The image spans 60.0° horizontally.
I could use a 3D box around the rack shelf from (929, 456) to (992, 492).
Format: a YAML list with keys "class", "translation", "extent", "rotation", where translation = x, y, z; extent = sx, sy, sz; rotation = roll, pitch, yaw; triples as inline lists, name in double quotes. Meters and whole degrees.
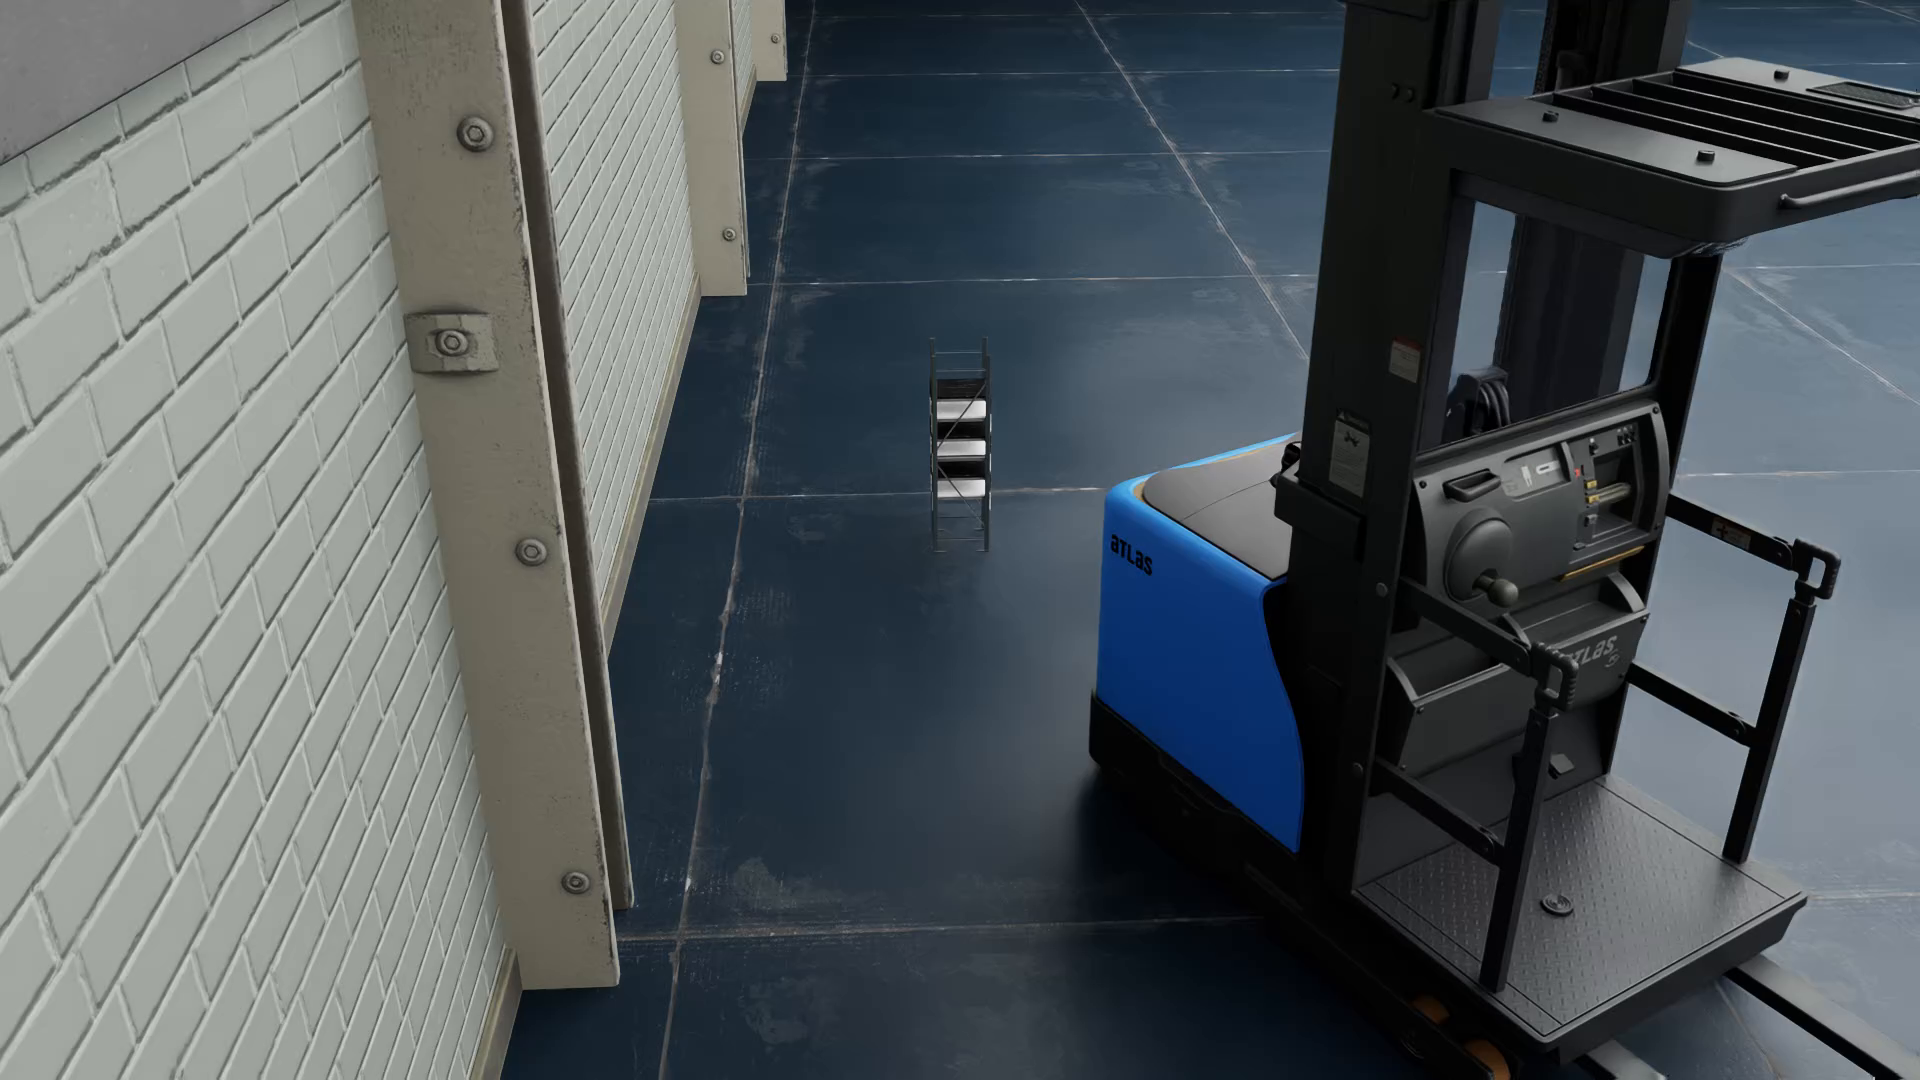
- class: "rack shelf"
  translation: [0.000, -0.286, 7.092]
  extent: [0.258, 0.077, 0.200]
  rotation: [-1, 28, -3]

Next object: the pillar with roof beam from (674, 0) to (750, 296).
- class: "pillar with roof beam"
  translation: [2.836, -5.669, 8.388]
  extent: [9.100, 9.000, 0.400]
  rotation: [-1, 28, -3]

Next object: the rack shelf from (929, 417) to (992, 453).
- class: "rack shelf"
  translation: [0.000, -0.445, 7.009]
  extent: [0.258, 0.077, 0.200]
  rotation: [-1, 28, -3]

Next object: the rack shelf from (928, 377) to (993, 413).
- class: "rack shelf"
  translation: [0.000, -0.605, 6.925]
  extent: [0.258, 0.077, 0.200]
  rotation: [-1, 28, -3]

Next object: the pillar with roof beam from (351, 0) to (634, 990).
- class: "pillar with roof beam"
  translation: [3.149, -2.898, 3.075]
  extent: [9.100, 9.000, 0.400]
  rotation: [-1, 28, -3]

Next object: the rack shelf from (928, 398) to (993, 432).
- class: "rack shelf"
  translation: [0.000, -0.525, 6.967]
  extent: [0.258, 0.077, 0.200]
  rotation: [-1, 28, -3]

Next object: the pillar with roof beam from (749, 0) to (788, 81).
- class: "pillar with roof beam"
  translation: [2.523, -8.439, 13.700]
  extent: [9.100, 9.000, 0.400]
  rotation: [-1, 28, -3]

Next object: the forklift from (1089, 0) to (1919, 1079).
- class: "forklift"
  translation: [1.646, -0.059, 4.194]
  extent: [1.130, 2.935, 3.031]
  rotation: [-16, 32, -28]

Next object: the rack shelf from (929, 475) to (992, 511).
- class: "rack shelf"
  translation: [0.000, -0.206, 7.133]
  extent: [0.258, 0.077, 0.200]
  rotation: [-1, 28, -3]

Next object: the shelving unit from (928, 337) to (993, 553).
- class: "shelving unit"
  translation: [0.000, -0.395, 7.035]
  extent: [0.258, 0.900, 0.210]
  rotation: [-1, 28, -3]

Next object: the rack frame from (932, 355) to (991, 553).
- class: "rack frame"
  translation: [0.006, -0.348, 6.945]
  extent: [0.240, 0.900, 0.006]
  rotation: [-1, 28, -3]

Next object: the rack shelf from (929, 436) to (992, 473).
- class: "rack shelf"
  translation: [0.000, -0.366, 7.050]
  extent: [0.258, 0.077, 0.200]
  rotation: [-1, 28, -3]

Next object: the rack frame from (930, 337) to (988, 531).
- class: "rack frame"
  translation: [-0.005, -0.442, 7.125]
  extent: [0.240, 0.900, 0.006]
  rotation: [-1, 28, -3]
